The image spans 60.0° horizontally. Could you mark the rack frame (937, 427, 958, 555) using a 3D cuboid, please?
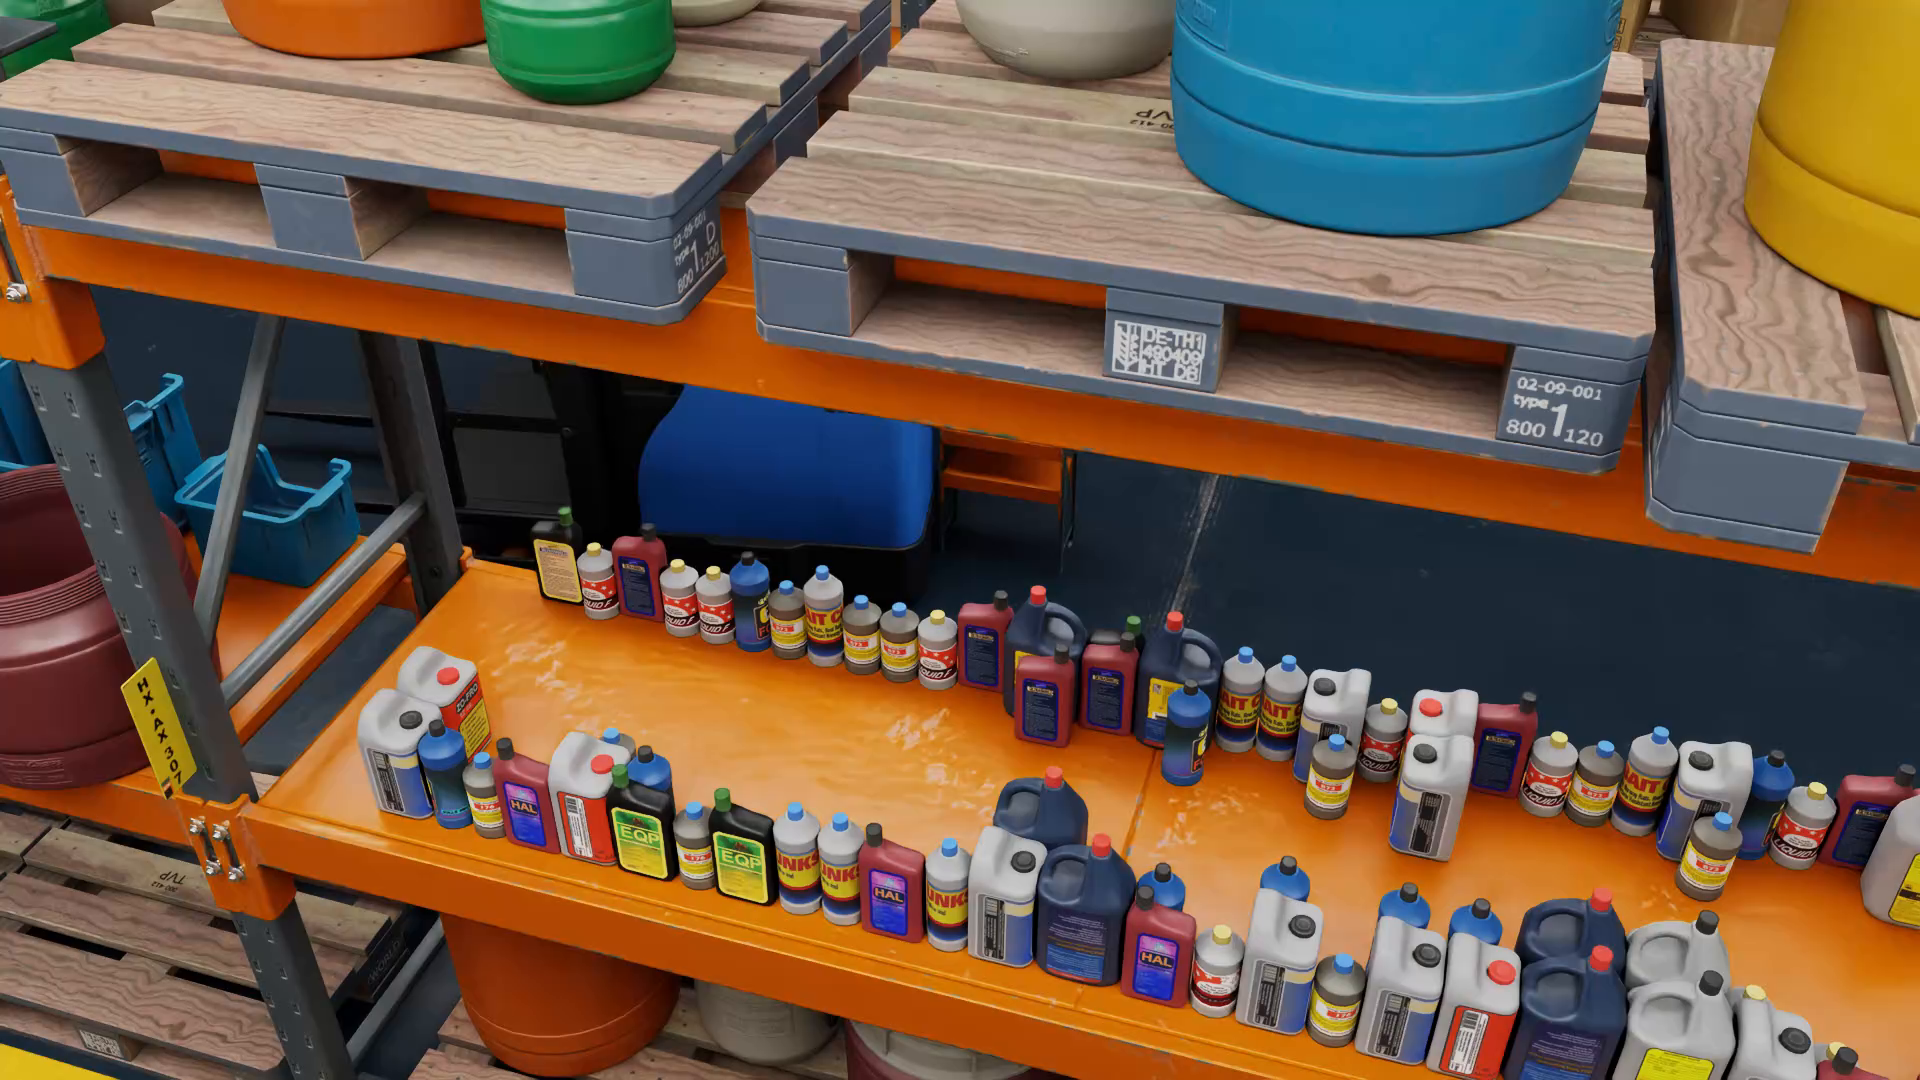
[{"bbox_3d":[-0.047,-0.492,6.407,0.015,1.200,0.240,9,37,13],"label":"rack frame"}]

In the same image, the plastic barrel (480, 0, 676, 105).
[{"bbox_3d":[-0.599,-0.841,2.608,0.294,0.245,0.294,0,36,0],"label":"plastic barrel"}]

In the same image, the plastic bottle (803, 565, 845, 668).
[{"bbox_3d":[-0.332,0.179,4.085,0.097,0.271,0.097,0,36,0],"label":"plastic bottle"}]

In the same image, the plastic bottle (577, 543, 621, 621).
[{"bbox_3d":[-0.924,0.098,4.255,0.097,0.201,0.097,0,36,0],"label":"plastic bottle"}]

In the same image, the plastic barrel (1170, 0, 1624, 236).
[{"bbox_3d":[0.601,-0.931,2.176,0.708,0.901,0.600,10,38,14],"label":"plastic barrel"}]

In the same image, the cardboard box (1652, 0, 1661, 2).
[{"bbox_3d":[4.571,-4.086,11.231,0.750,0.750,0.750,11,38,14],"label":"cardboard box"}]

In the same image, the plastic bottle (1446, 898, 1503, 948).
[{"bbox_3d":[0.993,0.801,3.240,0.097,0.271,0.097,0,36,0],"label":"plastic bottle"}]

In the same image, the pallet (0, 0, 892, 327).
[{"bbox_3d":[-0.841,-0.785,2.915,1.213,0.211,1.003,10,38,14],"label":"pallet"}]

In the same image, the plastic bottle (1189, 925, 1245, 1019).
[{"bbox_3d":[0.504,0.833,3.255,0.097,0.201,0.097,0,36,0],"label":"plastic bottle"}]

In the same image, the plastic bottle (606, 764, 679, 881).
[{"bbox_3d":[-0.670,0.594,3.510,0.133,0.283,0.061,10,38,14],"label":"plastic bottle"}]

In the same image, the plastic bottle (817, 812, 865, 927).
[{"bbox_3d":[-0.241,0.667,3.422,0.097,0.271,0.097,0,36,0],"label":"plastic bottle"}]

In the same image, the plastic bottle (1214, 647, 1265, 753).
[{"bbox_3d":[0.647,0.360,3.839,0.097,0.271,0.097,0,36,0],"label":"plastic bottle"}]

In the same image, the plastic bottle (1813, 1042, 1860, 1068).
[{"bbox_3d":[1.575,0.994,3.037,0.097,0.201,0.097,0,36,0],"label":"plastic bottle"}]

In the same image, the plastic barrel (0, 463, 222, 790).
[{"bbox_3d":[-2.076,0.191,3.845,0.708,0.536,0.600,10,38,14],"label":"plastic barrel"}]

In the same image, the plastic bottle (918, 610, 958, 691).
[{"bbox_3d":[-0.054,0.259,4.036,0.097,0.201,0.097,0,36,0],"label":"plastic bottle"}]

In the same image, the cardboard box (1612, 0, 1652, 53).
[{"bbox_3d":[2.696,-2.444,7.101,0.500,0.500,0.700,16,39,21],"label":"cardboard box"}]

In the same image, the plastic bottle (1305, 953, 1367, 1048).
[{"bbox_3d":[0.726,0.874,3.199,0.097,0.201,0.097,0,36,0],"label":"plastic bottle"}]

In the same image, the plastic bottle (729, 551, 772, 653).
[{"bbox_3d":[-0.518,0.145,4.132,0.097,0.271,0.097,0,36,0],"label":"plastic bottle"}]

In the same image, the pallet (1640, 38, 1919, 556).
[{"bbox_3d":[1.498,-0.352,2.326,1.003,0.211,1.213,10,38,14],"label":"pallet"}]

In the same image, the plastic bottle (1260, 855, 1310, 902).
[{"bbox_3d":[0.643,0.736,3.328,0.097,0.271,0.097,0,36,0],"label":"plastic bottle"}]

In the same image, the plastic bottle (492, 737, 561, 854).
[{"bbox_3d":[-0.925,0.547,3.575,0.133,0.283,0.061,10,38,14],"label":"plastic bottle"}]

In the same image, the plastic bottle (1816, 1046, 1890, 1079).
[{"bbox_3d":[1.569,1.009,2.947,0.133,0.283,0.061,10,38,14],"label":"plastic bottle"}]

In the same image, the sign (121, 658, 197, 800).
[{"bbox_3d":[-1.700,0.403,3.534,0.005,0.325,0.100,10,38,14],"label":"sign"}]

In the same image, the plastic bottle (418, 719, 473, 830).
[{"bbox_3d":[-1.123,0.504,3.643,0.097,0.271,0.097,0,36,0],"label":"plastic bottle"}]

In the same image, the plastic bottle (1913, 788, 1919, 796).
[{"bbox_3d":[2.053,0.604,3.497,0.133,0.283,0.061,10,38,14],"label":"plastic bottle"}]

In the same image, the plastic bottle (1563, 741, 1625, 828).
[{"bbox_3d":[1.403,0.528,3.669,0.097,0.201,0.097,0,36,0],"label":"plastic bottle"}]

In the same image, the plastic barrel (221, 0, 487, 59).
[{"bbox_3d":[-1.001,-1.291,2.727,0.708,0.830,0.600,10,38,14],"label":"plastic barrel"}]

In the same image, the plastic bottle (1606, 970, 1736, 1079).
[{"bbox_3d":[1.301,0.906,3.030,0.185,0.351,0.144,10,38,14],"label":"plastic bottle"}]

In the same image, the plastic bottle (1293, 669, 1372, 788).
[{"bbox_3d":[0.842,0.412,3.765,0.135,0.276,0.152,10,38,14],"label":"plastic bottle"}]

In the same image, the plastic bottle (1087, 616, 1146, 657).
[{"bbox_3d":[0.366,0.292,3.921,0.133,0.283,0.061,10,38,14],"label":"plastic bottle"}]

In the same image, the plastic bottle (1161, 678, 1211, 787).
[{"bbox_3d":[0.511,0.425,3.751,0.097,0.271,0.097,0,36,0],"label":"plastic bottle"}]

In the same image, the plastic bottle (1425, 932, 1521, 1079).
[{"bbox_3d":[0.973,0.873,3.138,0.135,0.276,0.152,10,38,14],"label":"plastic bottle"}]

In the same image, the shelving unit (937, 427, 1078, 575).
[{"bbox_3d":[0.188,-0.453,6.353,0.503,1.200,0.258,9,37,13],"label":"shelving unit"}]

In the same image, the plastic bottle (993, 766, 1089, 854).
[{"bbox_3d":[0.166,0.602,3.444,0.185,0.351,0.144,10,38,14],"label":"plastic bottle"}]

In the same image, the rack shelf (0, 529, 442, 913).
[{"bbox_3d":[-3.451,0.093,4.700,4.000,0.370,1.077,10,38,14],"label":"rack shelf"}]

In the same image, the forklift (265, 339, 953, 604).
[{"bbox_3d":[-1.586,-1.299,6.042,3.031,2.935,1.130,4,37,5],"label":"forklift"}]

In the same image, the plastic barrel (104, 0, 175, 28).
[{"bbox_3d":[-1.747,-1.325,3.394,0.421,0.512,0.421,0,36,0],"label":"plastic barrel"}]

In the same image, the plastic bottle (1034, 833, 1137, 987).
[{"bbox_3d":[0.249,0.712,3.294,0.185,0.351,0.144,10,38,14],"label":"plastic bottle"}]

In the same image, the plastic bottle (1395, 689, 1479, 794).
[{"bbox_3d":[1.064,0.453,3.709,0.135,0.276,0.152,10,38,14],"label":"plastic bottle"}]

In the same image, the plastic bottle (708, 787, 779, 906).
[{"bbox_3d":[-0.449,0.635,3.455,0.133,0.283,0.061,10,38,14],"label":"plastic bottle"}]

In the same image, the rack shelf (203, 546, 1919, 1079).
[{"bbox_3d":[0.367,0.800,3.740,4.000,0.370,1.077,10,38,14],"label":"rack shelf"}]

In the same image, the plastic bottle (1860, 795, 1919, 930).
[{"bbox_3d":[1.998,0.631,3.404,0.185,0.351,0.144,10,38,14],"label":"plastic bottle"}]

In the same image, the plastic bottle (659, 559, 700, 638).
[{"bbox_3d":[-0.704,0.138,4.199,0.097,0.201,0.097,0,36,0],"label":"plastic bottle"}]

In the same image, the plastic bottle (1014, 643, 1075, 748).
[{"bbox_3d":[0.195,0.350,3.842,0.133,0.283,0.061,10,38,14],"label":"plastic bottle"}]

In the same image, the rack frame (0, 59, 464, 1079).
[{"bbox_3d":[-1.542,0.157,4.007,0.127,3.000,1.000,10,38,14],"label":"rack frame"}]

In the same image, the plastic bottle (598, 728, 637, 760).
[{"bbox_3d":[-0.765,0.504,3.702,0.097,0.201,0.097,0,36,0],"label":"plastic bottle"}]

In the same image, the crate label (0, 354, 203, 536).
[{"bbox_3d":[-2.410,-0.186,4.443,0.616,0.435,0.502,10,38,14],"label":"crate label"}]

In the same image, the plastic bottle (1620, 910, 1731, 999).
[{"bbox_3d":[1.344,0.825,3.141,0.185,0.351,0.144,10,38,14],"label":"plastic bottle"}]

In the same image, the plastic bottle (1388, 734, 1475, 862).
[{"bbox_3d":[1.018,0.539,3.592,0.135,0.276,0.152,10,38,14],"label":"plastic bottle"}]

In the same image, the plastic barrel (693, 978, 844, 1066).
[{"bbox_3d":[-0.505,1.116,4.448,0.421,0.512,0.421,0,36,0],"label":"plastic barrel"}]

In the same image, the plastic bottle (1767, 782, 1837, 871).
[{"bbox_3d":[1.810,0.604,3.567,0.097,0.201,0.097,0,36,0],"label":"plastic bottle"}]

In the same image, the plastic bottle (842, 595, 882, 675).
[{"bbox_3d":[-0.239,0.224,4.082,0.097,0.201,0.097,0,36,0],"label":"plastic bottle"}]

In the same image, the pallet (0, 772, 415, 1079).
[{"bbox_3d":[-2.270,1.121,5.049,1.213,0.211,1.003,10,38,14],"label":"pallet"}]

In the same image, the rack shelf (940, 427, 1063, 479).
[{"bbox_3d":[0.188,-0.399,6.393,0.480,0.148,0.258,9,37,13],"label":"rack shelf"}]

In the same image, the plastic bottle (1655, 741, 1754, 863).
[{"bbox_3d":[1.598,0.552,3.575,0.135,0.276,0.152,10,38,14],"label":"plastic bottle"}]

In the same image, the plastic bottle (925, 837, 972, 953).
[{"bbox_3d":[-0.021,0.708,3.366,0.097,0.271,0.097,0,36,0],"label":"plastic bottle"}]
